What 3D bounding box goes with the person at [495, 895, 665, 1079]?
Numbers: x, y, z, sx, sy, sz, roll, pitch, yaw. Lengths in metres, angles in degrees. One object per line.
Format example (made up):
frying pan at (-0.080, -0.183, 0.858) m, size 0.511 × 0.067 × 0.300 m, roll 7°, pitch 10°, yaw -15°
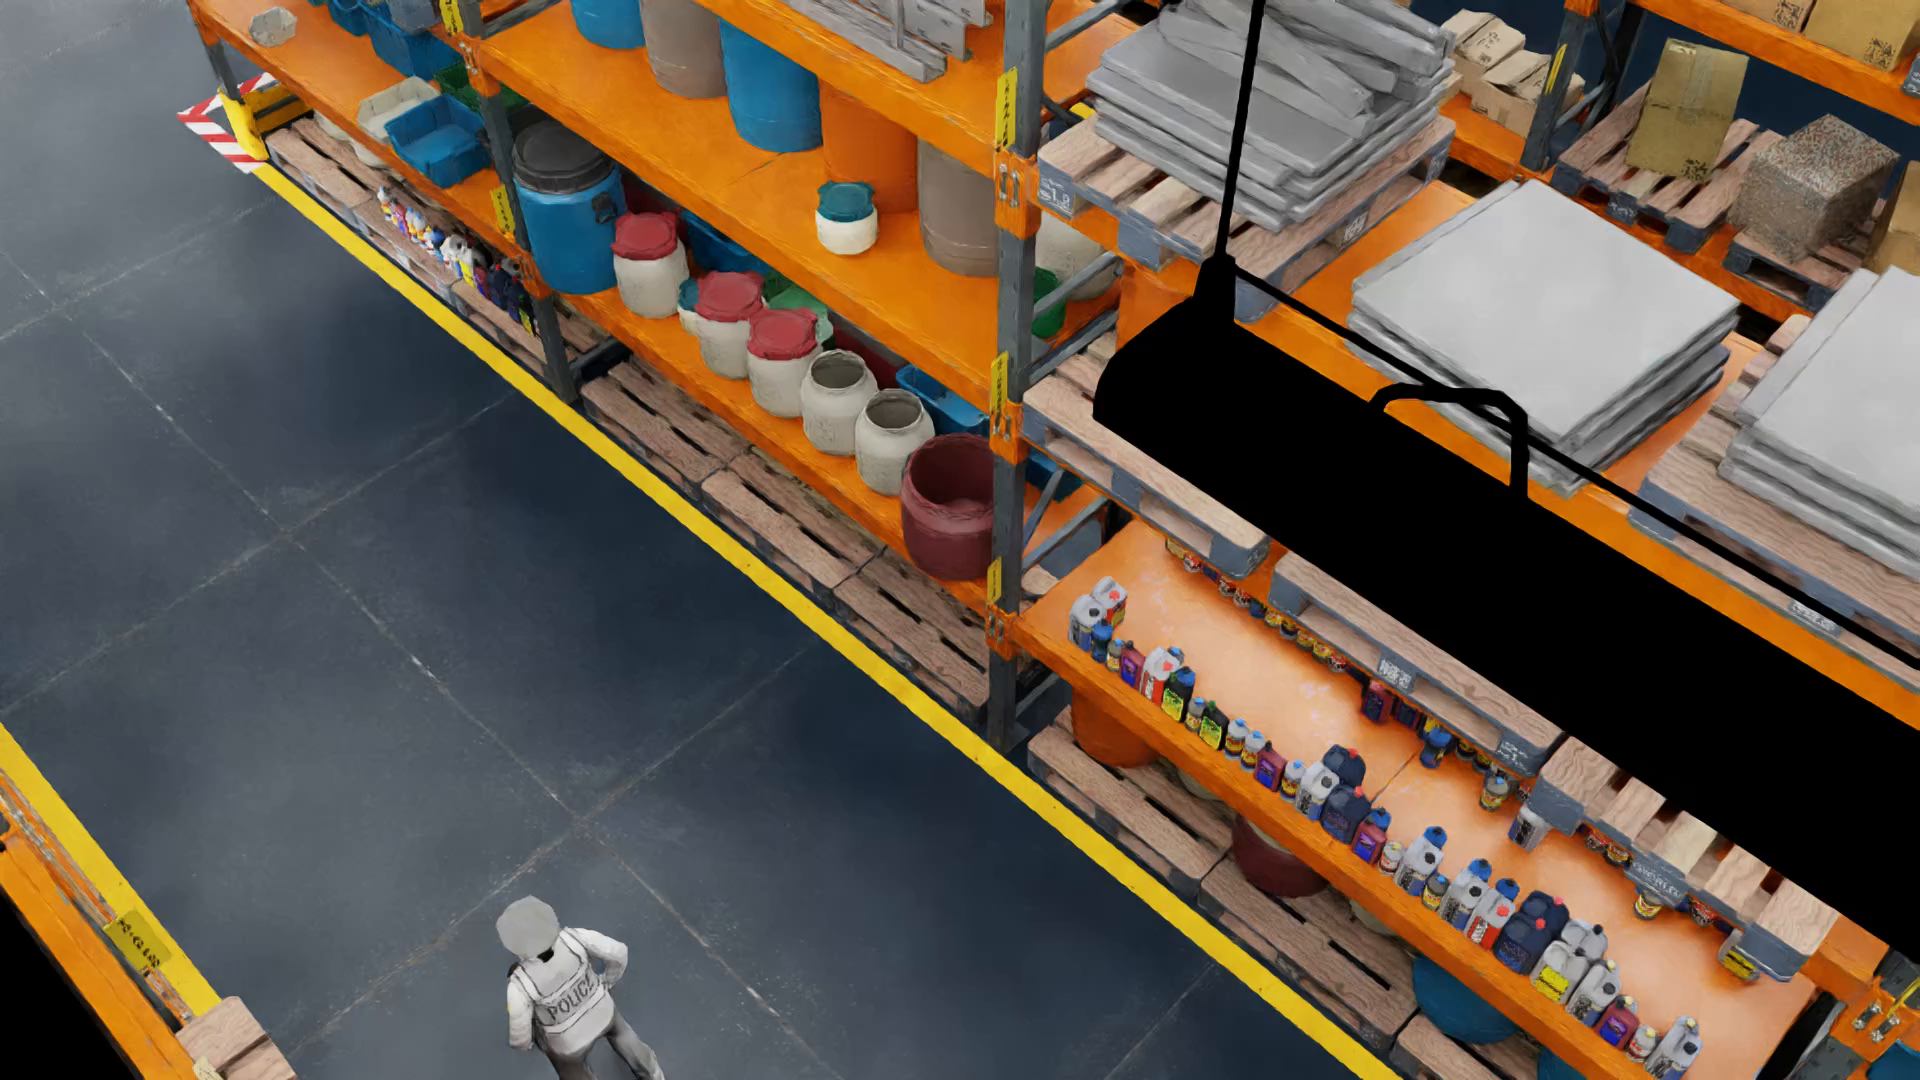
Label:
person at (-1.730, 2.161, 7.528) m, size 0.512 × 1.632 × 0.639 m, roll 34°, pitch 58°, yaw 25°
